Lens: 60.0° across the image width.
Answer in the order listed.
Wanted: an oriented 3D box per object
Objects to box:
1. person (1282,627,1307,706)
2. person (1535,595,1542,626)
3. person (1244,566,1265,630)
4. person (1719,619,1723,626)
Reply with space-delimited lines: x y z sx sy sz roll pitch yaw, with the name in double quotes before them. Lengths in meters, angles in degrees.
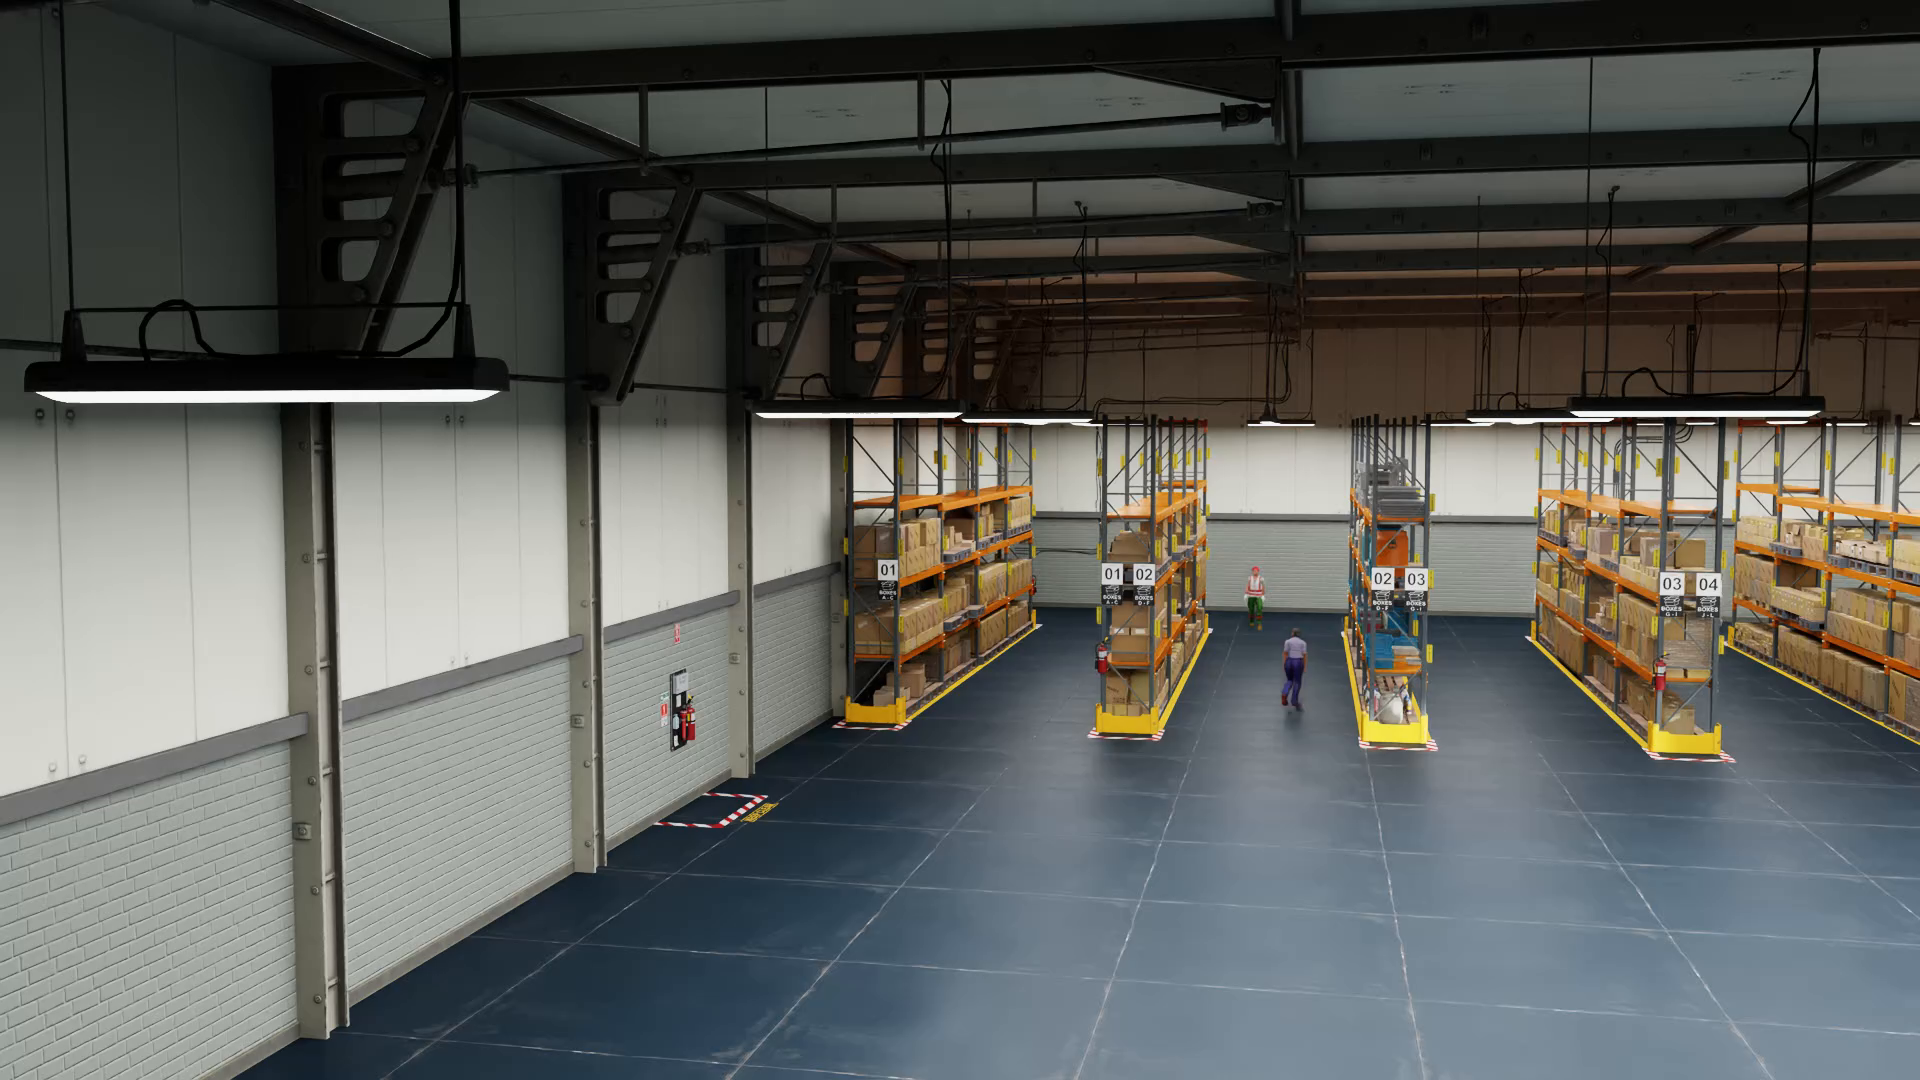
"person" 6.888 2.611 34.225 0.476 1.640 0.480 -4 5 -44
"person" 16.878 1.694 48.024 0.530 1.706 0.457 2 4 26
"person" 8.474 1.626 47.797 0.616 1.735 0.832 0 4 3
"person" 21.326 1.726 47.426 0.821 1.645 0.499 -1 4 -14
